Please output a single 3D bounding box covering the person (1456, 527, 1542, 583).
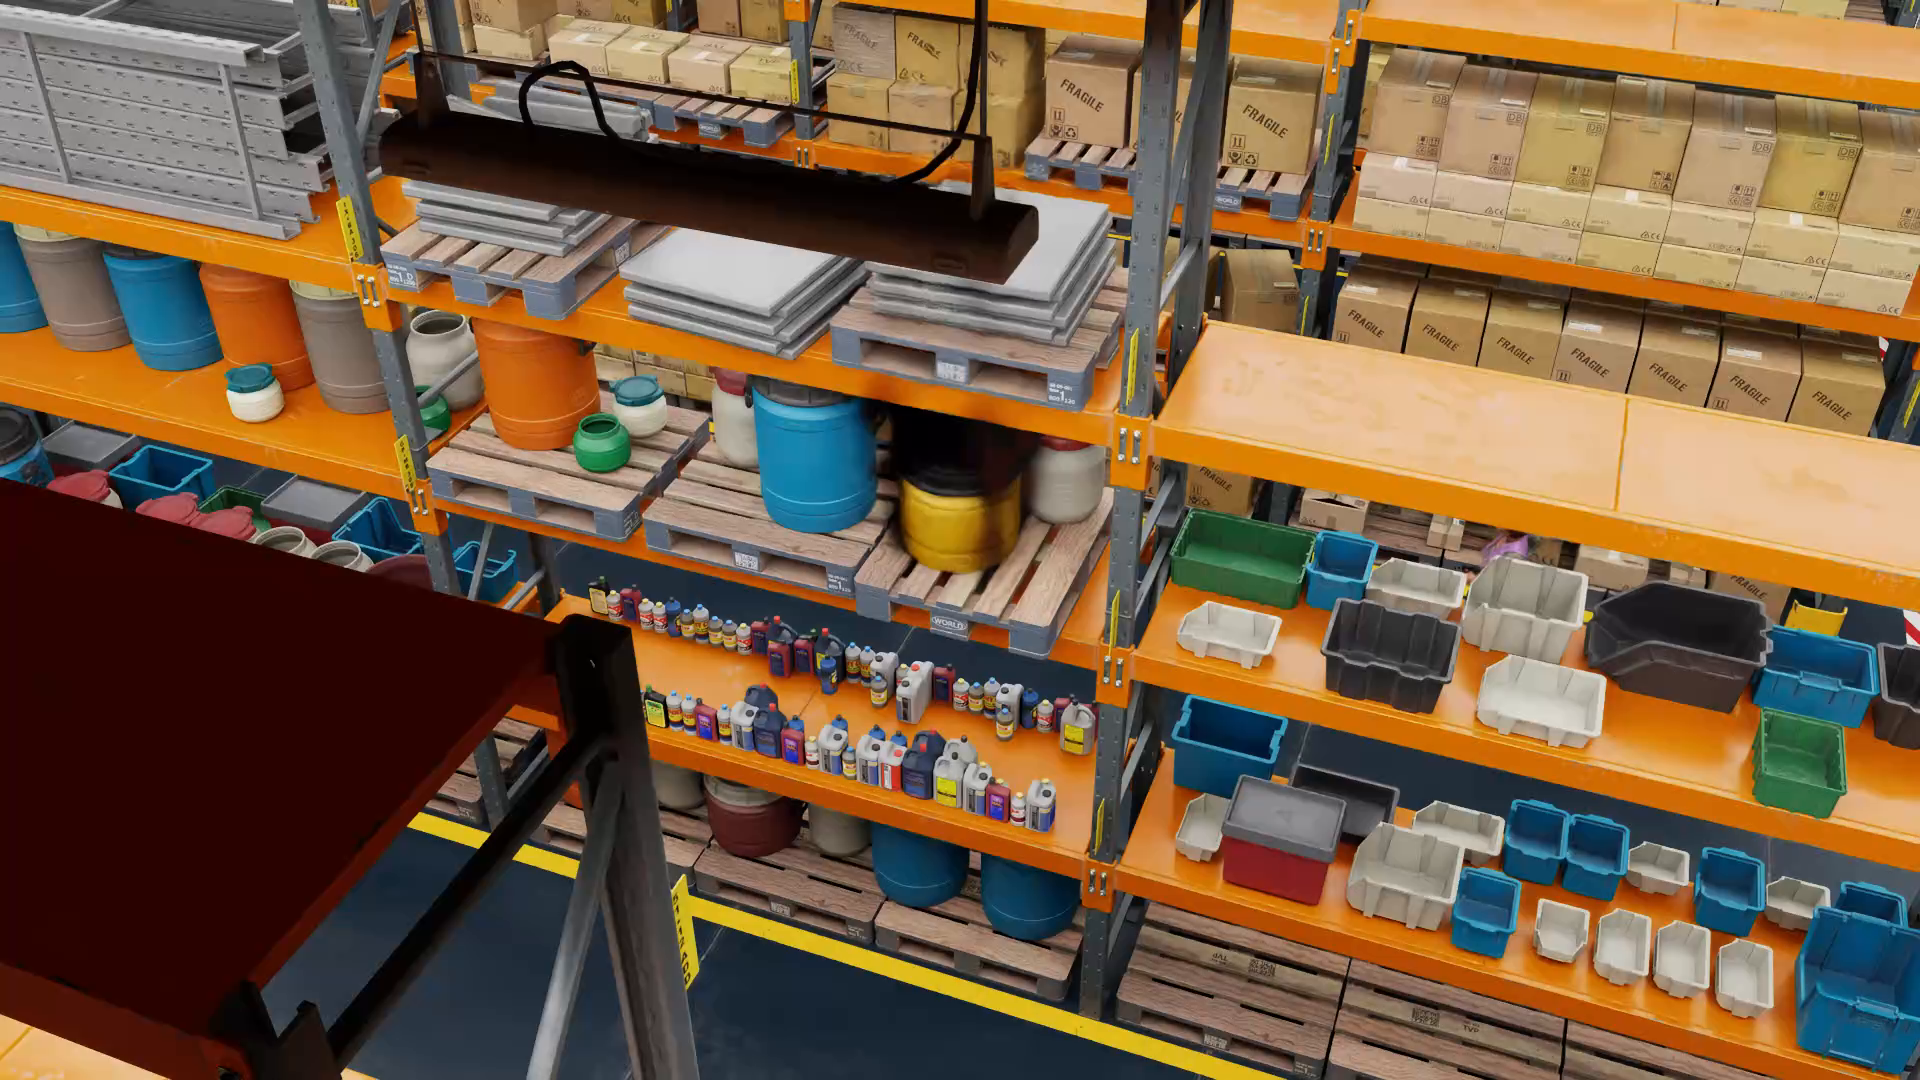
[{"bbox_3d":[3.623,0.432,11.085,0.783,1.608,0.530,4,37,5],"label":"person"}]
